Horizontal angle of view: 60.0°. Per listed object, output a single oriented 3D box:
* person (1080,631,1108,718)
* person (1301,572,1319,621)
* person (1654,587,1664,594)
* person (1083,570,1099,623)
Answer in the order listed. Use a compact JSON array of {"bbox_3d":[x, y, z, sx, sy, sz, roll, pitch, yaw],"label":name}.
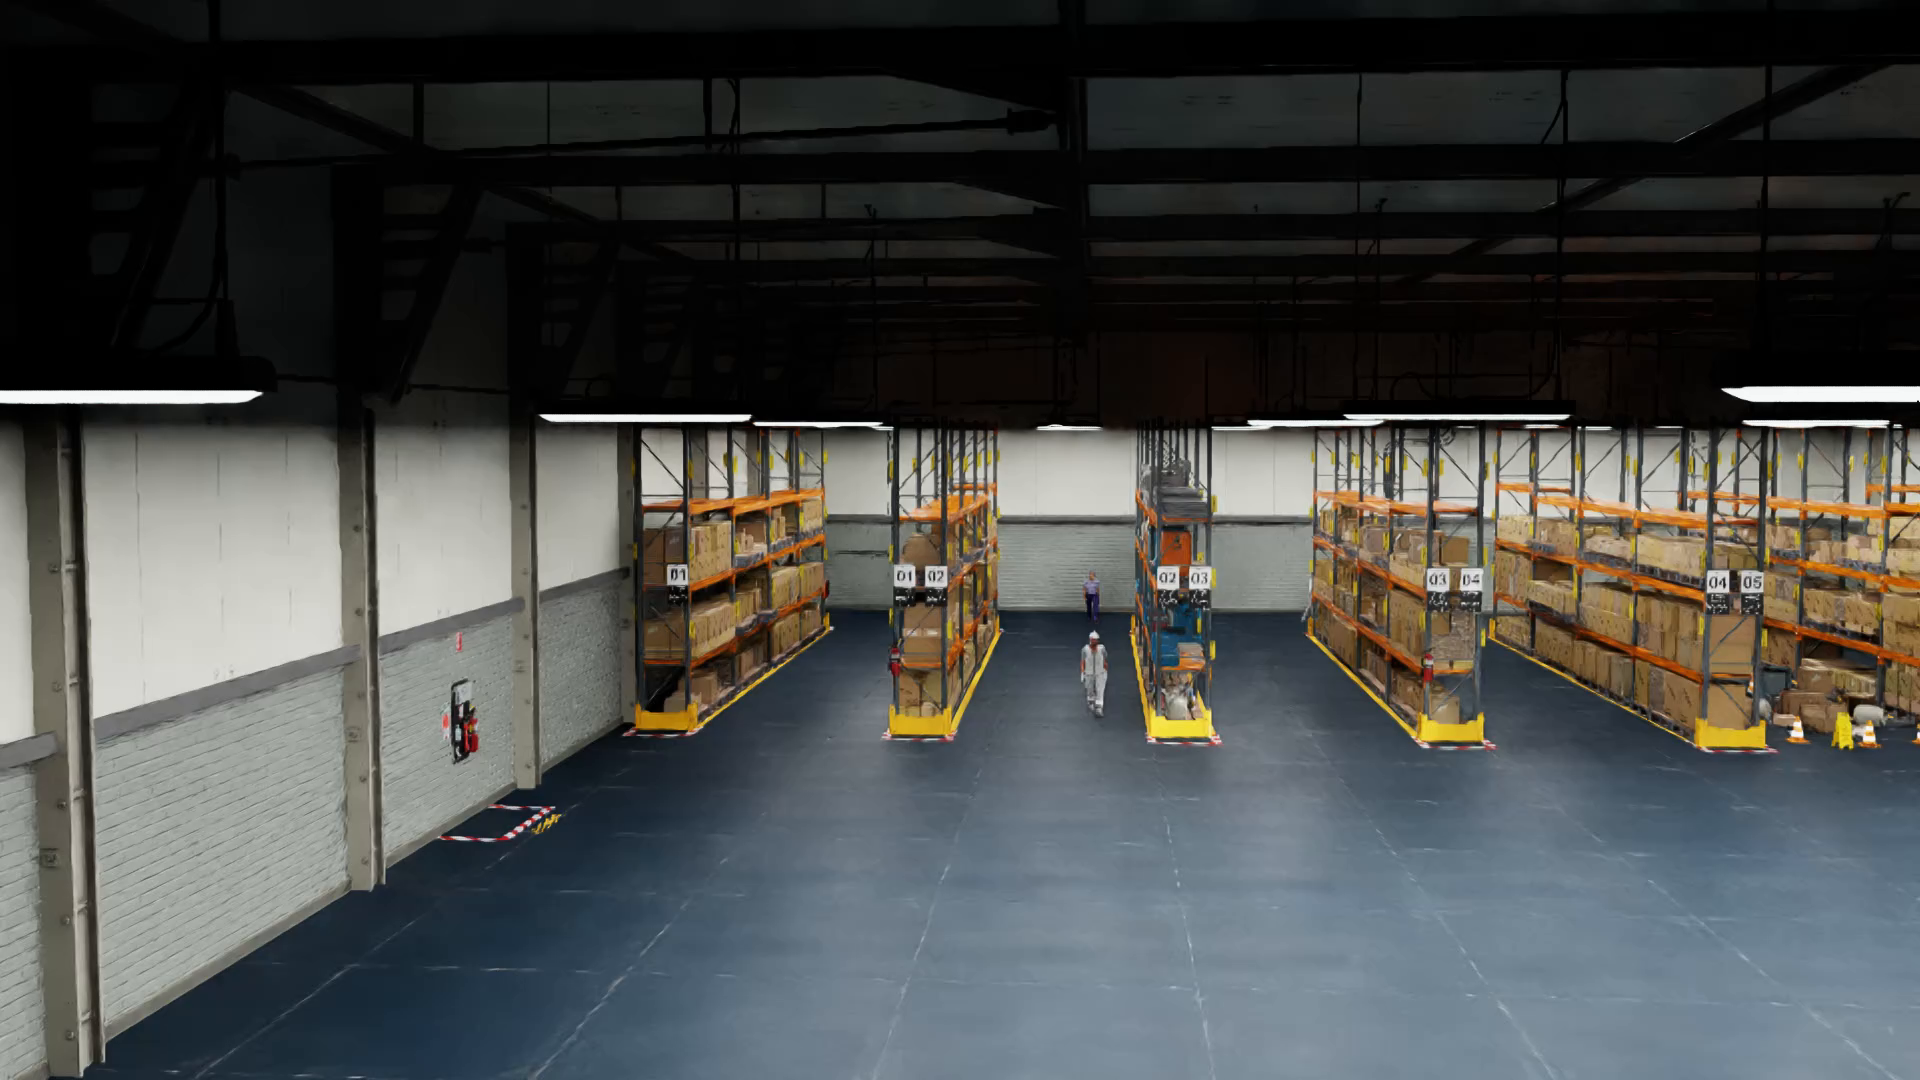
[{"bbox_3d":[2.686,2.675,33.383,0.553,1.706,1.123,0,4,7],"label":"person"},{"bbox_3d":[10.545,1.674,49.961,0.597,1.591,0.455,-3,5,-40],"label":"person"},{"bbox_3d":[18.327,2.043,43.617,0.464,1.698,0.471,1,4,16],"label":"person"},{"bbox_3d":[3.923,1.683,49.695,0.479,1.567,1.080,0,4,7],"label":"person"}]
